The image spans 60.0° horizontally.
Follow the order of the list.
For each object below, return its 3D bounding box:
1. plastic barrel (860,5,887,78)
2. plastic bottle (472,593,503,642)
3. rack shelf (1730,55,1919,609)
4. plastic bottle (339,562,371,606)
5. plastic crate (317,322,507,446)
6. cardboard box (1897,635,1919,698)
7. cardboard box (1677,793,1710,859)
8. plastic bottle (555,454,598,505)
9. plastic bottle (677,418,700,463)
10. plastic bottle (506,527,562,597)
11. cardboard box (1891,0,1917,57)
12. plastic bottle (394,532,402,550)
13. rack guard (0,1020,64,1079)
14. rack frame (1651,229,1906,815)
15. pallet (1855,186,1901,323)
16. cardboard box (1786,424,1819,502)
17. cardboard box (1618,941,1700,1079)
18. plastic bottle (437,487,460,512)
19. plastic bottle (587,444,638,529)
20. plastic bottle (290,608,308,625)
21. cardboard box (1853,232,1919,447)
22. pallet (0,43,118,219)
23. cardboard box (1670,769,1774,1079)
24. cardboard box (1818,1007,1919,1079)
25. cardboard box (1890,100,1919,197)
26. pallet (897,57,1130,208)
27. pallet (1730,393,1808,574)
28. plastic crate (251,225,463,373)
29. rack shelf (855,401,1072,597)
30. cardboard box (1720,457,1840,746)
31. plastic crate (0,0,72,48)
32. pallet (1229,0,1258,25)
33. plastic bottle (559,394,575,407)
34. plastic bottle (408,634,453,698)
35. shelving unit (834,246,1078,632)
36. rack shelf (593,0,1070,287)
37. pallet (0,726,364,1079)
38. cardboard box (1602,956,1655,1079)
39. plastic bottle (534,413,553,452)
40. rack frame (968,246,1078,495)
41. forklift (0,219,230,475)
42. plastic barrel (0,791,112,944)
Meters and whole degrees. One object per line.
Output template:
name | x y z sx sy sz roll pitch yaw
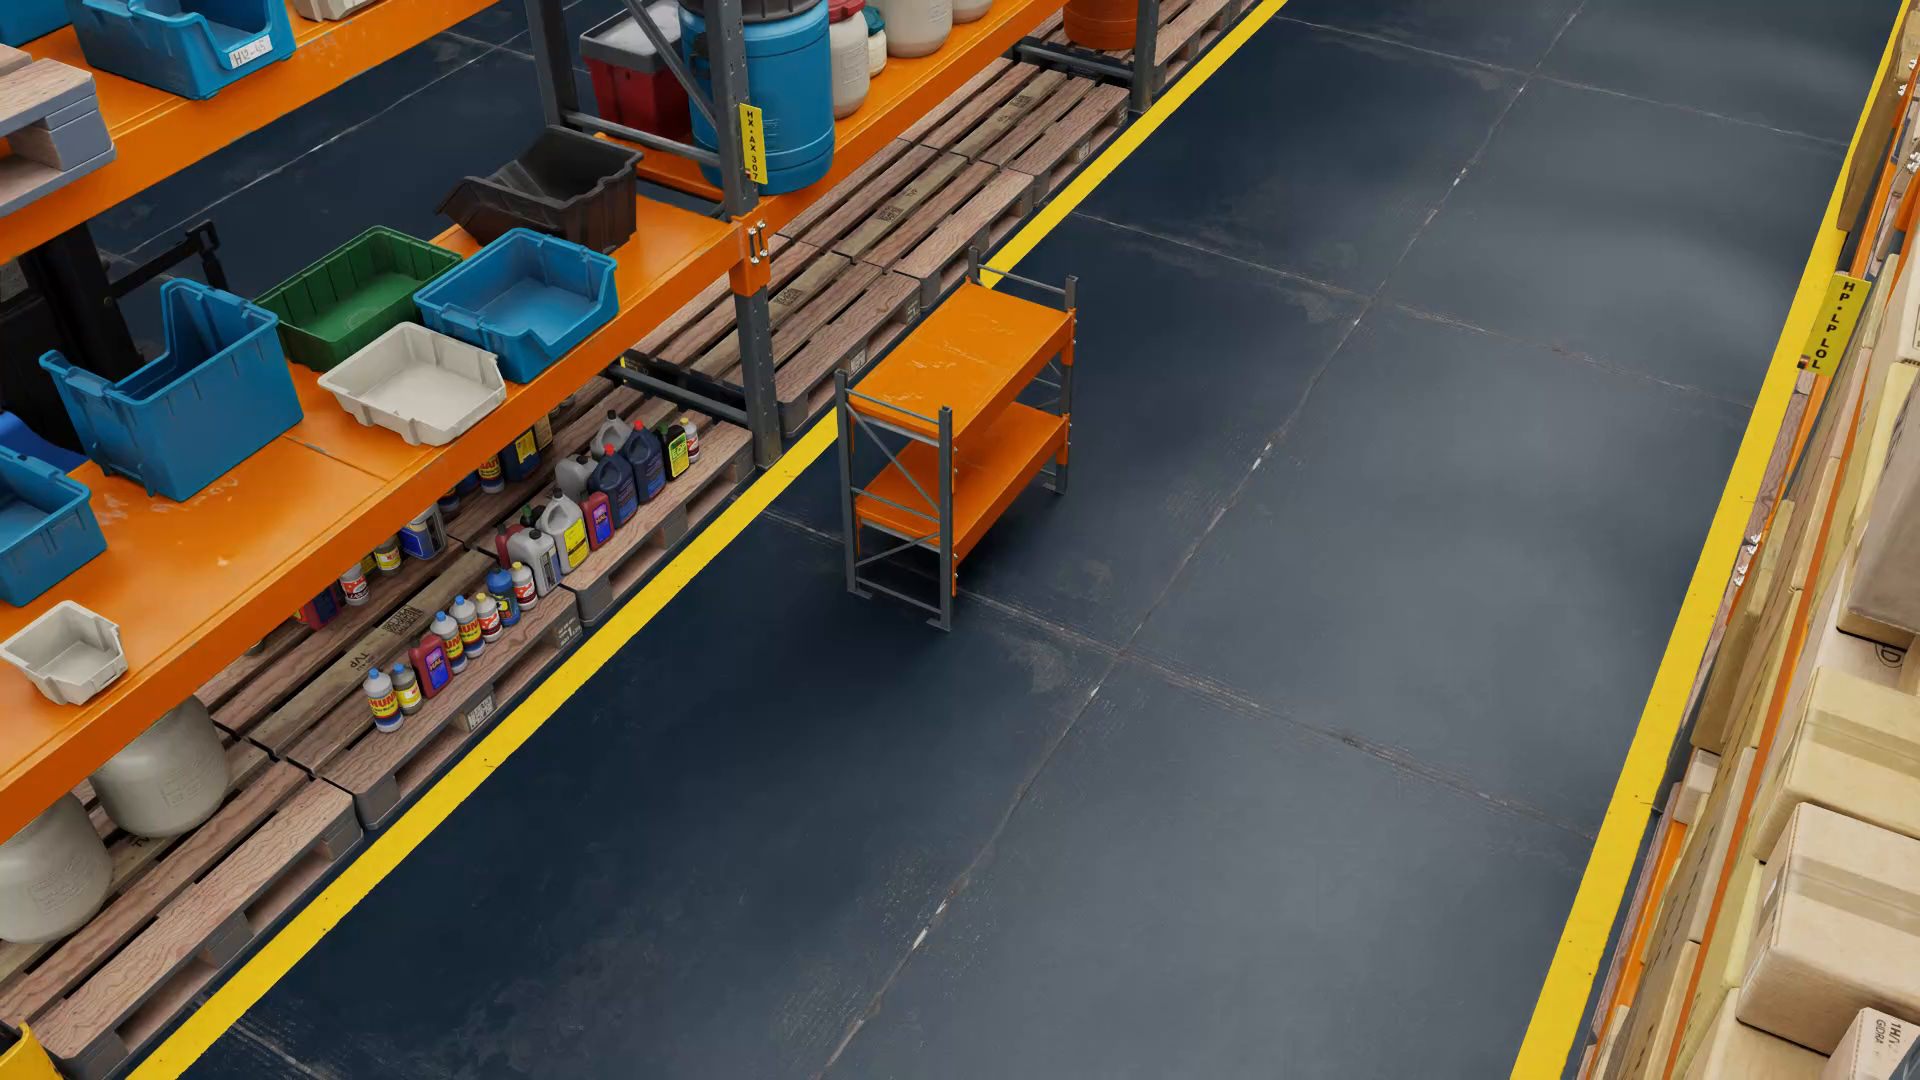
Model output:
plastic barrel | -0.487 -2.294 7.690 0.301 0.262 0.301 0 41 0
plastic bottle | -1.836 0.290 6.436 0.097 0.201 0.097 0 41 0
rack shelf | 4.007 -0.876 6.519 1.077 0.370 4.000 21 45 22
plastic bottle | -2.408 0.155 6.589 0.097 0.201 0.097 0 41 0
plastic crate | -1.876 -0.528 5.779 0.530 0.136 0.437 21 45 22
cardboard box | 1.483 0.251 2.237 0.380 0.149 0.250 21 46 23
cardboard box | 2.034 0.840 4.217 0.380 0.149 0.250 21 45 22
plastic bottle | -1.592 -0.243 6.985 0.152 0.276 0.135 21 45 22
plastic bottle | -1.194 -0.444 7.269 0.097 0.201 0.097 0 41 0
plastic bottle | -1.698 0.068 6.631 0.152 0.276 0.135 22 46 23
cardboard box | 6.260 -3.055 9.739 1.225 0.875 0.875 19 45 21
plastic bottle | -2.353 -0.135 6.805 0.144 0.351 0.185 21 45 22
rack guard | -3.287 1.528 5.136 1.175 0.500 0.348 21 45 22
rack frame | 3.006 -0.001 4.982 1.000 3.000 0.127 21 45 22
pallet | 4.052 -1.072 6.343 1.003 0.211 1.213 21 45 22
cardboard box | 2.727 0.086 4.581 0.875 0.500 0.500 21 45 22
cardboard box | 1.311 1.079 2.698 0.500 0.500 0.500 21 45 22
plastic bottle | -2.181 -0.251 6.997 0.097 0.271 0.097 0 41 0
plastic bottle | -1.451 -0.237 6.921 0.144 0.351 0.185 19 45 20
plastic bottle | -2.595 0.175 6.509 0.152 0.276 0.135 21 46 22
cardboard box | 2.041 -0.313 3.179 0.500 0.250 0.500 19 45 20
pallet | -2.785 -0.847 3.815 1.003 0.211 1.213 21 45 22
cardboard box | 1.273 0.571 2.175 0.500 0.250 0.500 21 46 22
cardboard box | 1.105 0.696 1.732 0.380 0.149 0.250 19 45 21
cardboard box | 3.970 -1.509 6.489 0.500 0.250 0.500 20 45 21
pallet | 0.298 -2.451 9.874 1.003 0.211 1.213 21 45 22
pallet | 4.004 -0.102 7.206 1.003 0.211 1.213 21 45 22
plastic crate | -2.206 -0.877 6.136 0.450 0.188 0.662 21 45 22
rack shelf | 0.003 -0.243 7.044 0.538 0.278 1.000 21 45 22
cardboard box | 2.061 0.220 3.673 0.500 0.500 0.500 21 45 22
plastic crate | -2.590 -1.661 4.609 0.392 0.384 0.575 21 45 22
pallet | 1.689 -4.042 11.680 1.003 0.211 1.213 21 45 22
plastic bottle | -1.821 -0.743 7.556 0.097 0.271 0.097 0 41 0
plastic bottle | -1.978 0.446 6.197 0.061 0.283 0.133 22 46 23
shelving unit | 0.003 -0.426 6.883 0.538 1.125 1.048 21 45 22
rack shelf | -0.282 -2.514 8.379 1.077 0.370 4.000 21 45 22
pallet | -2.876 1.174 5.757 1.003 0.211 1.213 21 45 22
cardboard box | 1.737 1.235 3.277 0.875 0.500 0.500 21 45 22
plastic bottle | -1.867 -0.519 7.292 0.061 0.283 0.133 21 45 22
rack frame | 0.258 -0.717 7.213 0.500 1.125 0.032 21 45 22
forklift | -3.591 -1.333 6.546 1.130 2.935 3.031 20 45 21
plastic barrel | -3.021 1.024 5.383 0.421 0.512 0.421 0 41 0
